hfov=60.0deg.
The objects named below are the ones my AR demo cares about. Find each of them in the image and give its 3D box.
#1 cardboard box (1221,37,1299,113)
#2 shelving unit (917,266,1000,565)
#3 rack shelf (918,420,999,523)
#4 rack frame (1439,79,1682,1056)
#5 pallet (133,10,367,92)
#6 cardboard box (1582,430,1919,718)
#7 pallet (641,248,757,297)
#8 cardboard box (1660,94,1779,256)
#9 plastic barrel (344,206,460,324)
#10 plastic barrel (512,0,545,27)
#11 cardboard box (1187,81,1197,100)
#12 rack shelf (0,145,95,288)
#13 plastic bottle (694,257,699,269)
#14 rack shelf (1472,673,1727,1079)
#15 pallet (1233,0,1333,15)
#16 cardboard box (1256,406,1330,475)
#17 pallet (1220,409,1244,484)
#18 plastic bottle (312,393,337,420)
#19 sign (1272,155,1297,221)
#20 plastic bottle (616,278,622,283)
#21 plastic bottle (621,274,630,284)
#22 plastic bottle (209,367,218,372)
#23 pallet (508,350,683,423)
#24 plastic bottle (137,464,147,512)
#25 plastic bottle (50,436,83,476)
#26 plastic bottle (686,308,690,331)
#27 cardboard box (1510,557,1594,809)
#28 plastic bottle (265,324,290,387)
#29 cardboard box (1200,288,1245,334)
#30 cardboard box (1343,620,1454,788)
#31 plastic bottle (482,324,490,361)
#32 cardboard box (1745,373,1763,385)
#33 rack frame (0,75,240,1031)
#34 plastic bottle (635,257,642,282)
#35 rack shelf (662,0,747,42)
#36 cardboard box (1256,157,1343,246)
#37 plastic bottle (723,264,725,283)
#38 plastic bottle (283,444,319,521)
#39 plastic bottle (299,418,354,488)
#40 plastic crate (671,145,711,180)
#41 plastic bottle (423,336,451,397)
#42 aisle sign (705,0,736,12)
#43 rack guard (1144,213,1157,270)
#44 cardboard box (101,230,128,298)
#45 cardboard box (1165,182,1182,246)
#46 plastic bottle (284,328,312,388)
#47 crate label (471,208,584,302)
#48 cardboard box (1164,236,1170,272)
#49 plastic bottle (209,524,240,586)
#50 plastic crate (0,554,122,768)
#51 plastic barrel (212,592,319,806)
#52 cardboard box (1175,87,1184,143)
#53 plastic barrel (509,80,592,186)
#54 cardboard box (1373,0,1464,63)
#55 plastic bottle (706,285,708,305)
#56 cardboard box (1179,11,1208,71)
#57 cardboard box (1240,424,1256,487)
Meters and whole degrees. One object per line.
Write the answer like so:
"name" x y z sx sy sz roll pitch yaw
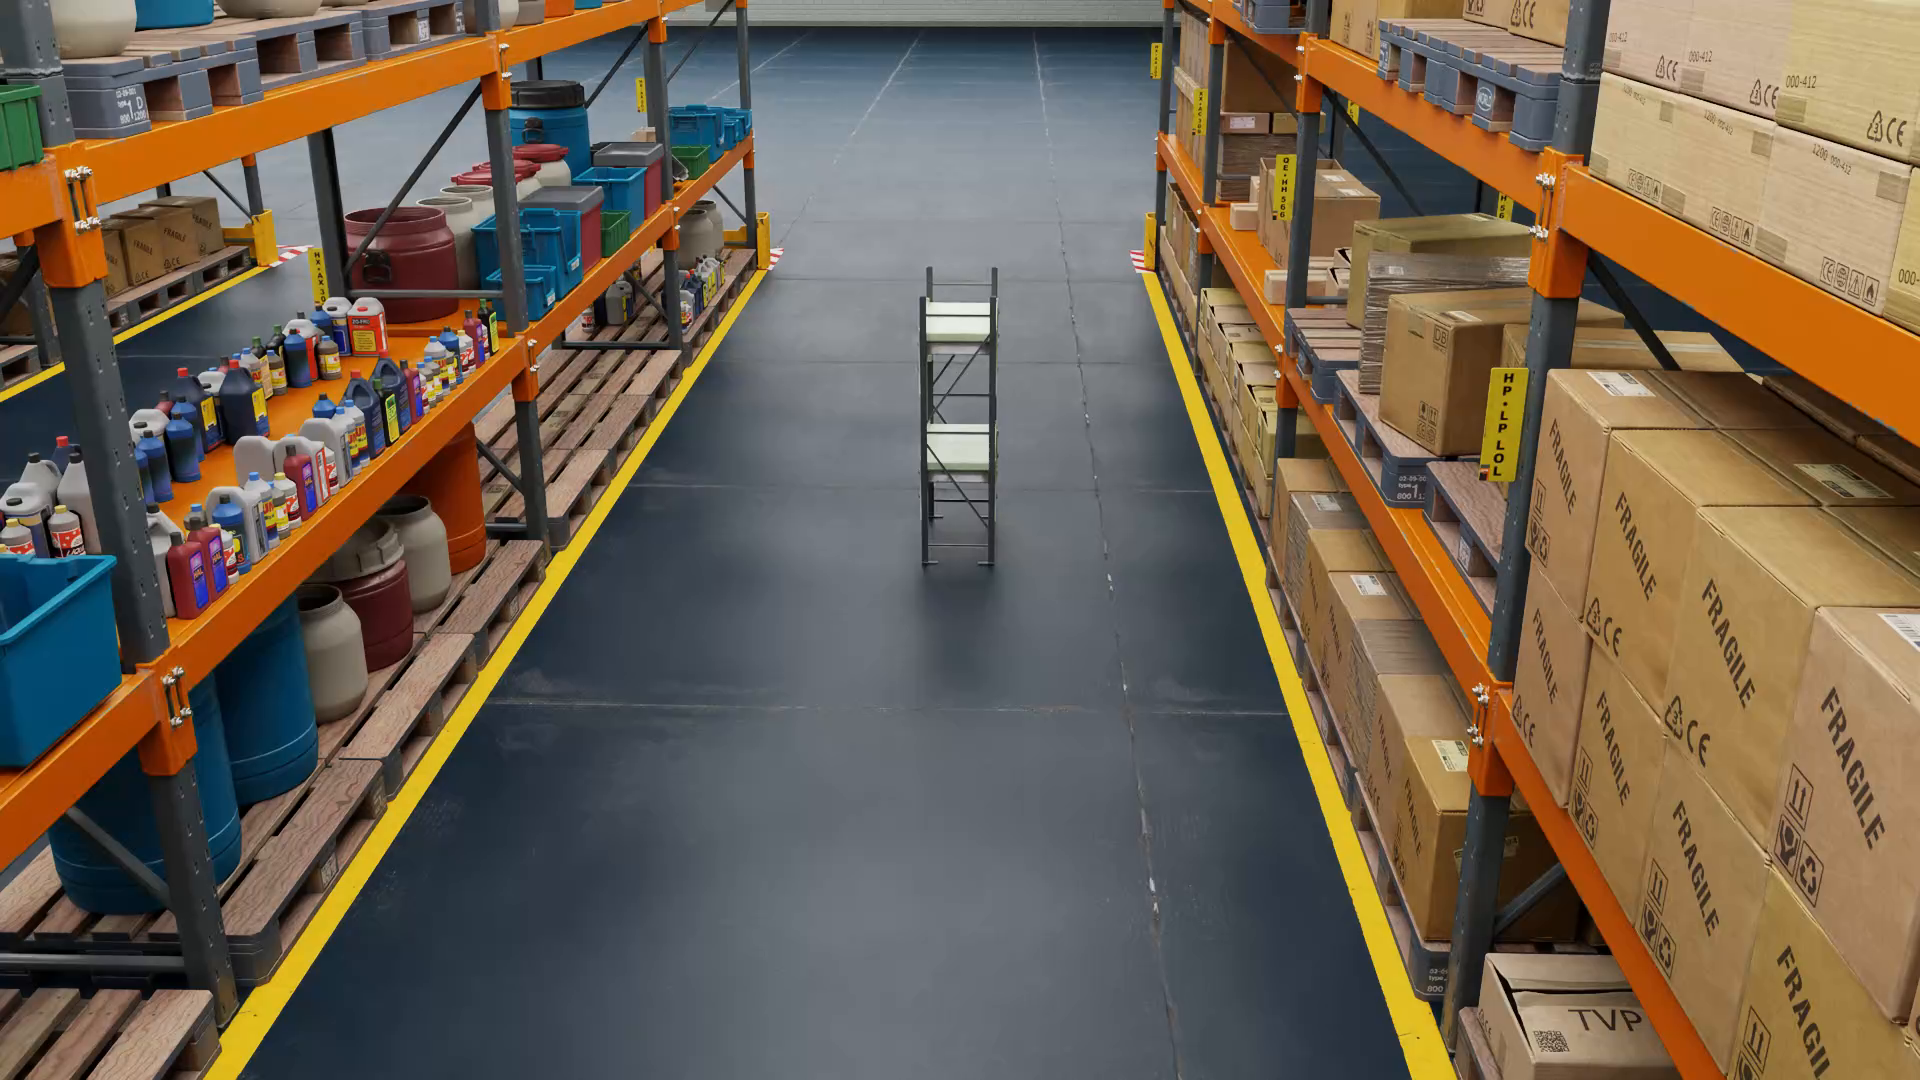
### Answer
"cardboard box" 2.308 -3.477 12.411 0.700 0.500 0.500 1 21 2
"shelving unit" 0.000 -0.702 9.264 0.431 1.500 0.755 1 21 2
"rack shelf" 0.000 -0.398 9.382 0.431 0.370 0.720 1 21 2
"rack frame" 2.058 0.228 4.796 1.000 3.000 0.127 1 21 2
"pallet" -2.936 -1.833 6.221 1.003 0.211 1.213 1 21 2
"cardboard box" 1.747 0.069 3.685 0.500 0.500 0.500 0 21 0
"pallet" -2.514 -2.545 15.797 1.003 0.211 1.213 1 21 2
"cardboard box" 1.776 -0.747 3.368 0.500 0.250 0.500 1 21 2
"plastic barrel" -3.061 -1.509 9.083 0.600 0.536 0.708 1 21 2
"plastic barrel" -2.530 -3.201 8.793 0.600 0.901 0.600 0 21 0
"cardboard box" 2.158 -3.855 14.283 0.380 0.149 0.250 0 21 1
"rack shelf" -2.954 -0.168 2.664 1.077 0.370 4.000 1 21 2
"plastic bottle" -2.288 -2.347 14.578 0.061 0.283 0.133 1 21 2
"rack shelf" 1.997 1.286 3.062 1.077 0.370 4.000 1 21 2
"pallet" 2.141 -3.180 9.692 1.003 0.211 1.213 2 21 4
"cardboard box" 1.949 -0.586 9.338 0.500 0.311 0.500 1 21 3
"pallet" 2.283 -0.656 10.927 1.003 0.211 1.213 1 21 2
"plastic bottle" -2.571 -0.464 6.755 0.097 0.271 0.097 0 21 0
"sign" 1.624 -1.763 8.326 0.100 0.325 0.005 1 21 2
"plastic bottle" -2.903 -2.113 13.882 0.144 0.351 0.185 1 21 1
"plastic bottle" -2.800 -2.090 13.915 0.061 0.283 0.133 1 21 2
"plastic bottle" -3.174 -0.602 7.113 0.097 0.271 0.097 0 21 0
"pallet" -2.635 -1.136 12.166 1.003 0.211 1.213 1 21 2
"plastic bottle" -3.043 -0.206 5.983 0.144 0.351 0.185 1 21 2
"plastic bottle" -3.187 -0.208 5.987 0.144 0.351 0.185 1 21 2
"plastic bottle" -2.199 -1.768 13.200 0.097 0.201 0.097 0 21 0
"cardboard box" 1.770 0.362 4.310 0.500 0.500 0.500 1 21 3
"plastic bottle" -3.172 -0.852 7.739 0.061 0.283 0.133 1 21 2
"cardboard box" 2.039 -1.694 12.192 0.500 0.311 0.500 1 21 2
"cardboard box" 1.825 0.646 6.564 0.500 0.500 0.500 1 21 2
"plastic bottle" -2.379 -0.989 8.207 0.097 0.201 0.097 0 21 0
"cardboard box" 2.295 -0.184 5.137 0.700 0.500 0.500 -7 22 -17
"rack frame" -2.893 0.172 4.940 1.000 3.000 0.127 1 21 2
"plastic bottle" -2.895 -2.448 14.855 0.097 0.271 0.097 0 21 0
"rack shelf" -2.589 -4.507 13.846 1.077 0.370 4.000 1 21 2
"cardboard box" 2.245 -2.244 11.026 0.500 0.500 0.500 2 21 6
"plastic bottle" -2.146 -2.399 14.825 0.097 0.201 0.097 0 21 0
"plastic bottle" -2.429 -0.223 6.118 0.061 0.283 0.133 1 21 2
"plastic bottle" -2.463 -0.352 6.462 0.152 0.276 0.135 1 21 2
"plastic crate" -2.327 -3.110 13.690 0.450 0.188 0.662 1 21 2
"plastic bottle" -2.398 -0.798 7.616 0.097 0.271 0.097 0 21 0
"aisle sign" -2.229 -5.402 15.710 0.394 0.787 0.004 1 21 2
"rack guard" 2.423 -2.955 16.452 1.175 0.500 0.348 1 21 2
"cardboard box" -7.598 -2.382 14.397 0.500 0.500 0.500 -1 21 -3
"cardboard box" 2.171 -3.002 15.304 0.500 0.500 0.500 1 21 2
"plastic bottle" -3.092 -0.852 7.756 0.097 0.271 0.097 0 21 0
"crate label" -2.471 -1.647 9.579 0.502 0.435 0.616 1 21 2
"cardboard box" 2.172 -2.653 15.440 0.500 0.250 0.500 1 21 2
"plastic bottle" -2.467 0.046 5.538 0.097 0.201 0.097 0 21 0
"plastic crate" -2.567 0.324 4.487 0.392 0.384 0.575 1 21 2
"plastic barrel" -2.838 0.502 6.410 0.600 0.901 0.708 1 21 2
"cardboard box" 2.395 -3.989 15.525 0.700 0.500 0.500 1 21 2
"plastic barrel" -2.965 -2.818 11.952 0.600 0.901 0.708 1 21 2
"cardboard box" 2.168 -2.133 6.595 0.910 0.500 0.500 1 21 2
"plastic bottle" -2.173 -2.079 14.001 0.097 0.201 0.097 0 21 0
"cardboard box" 2.394 -4.575 15.241 0.700 0.500 0.500 1 21 2
"cardboard box" 1.963 -0.512 9.922 0.500 0.250 0.500 0 21 1
